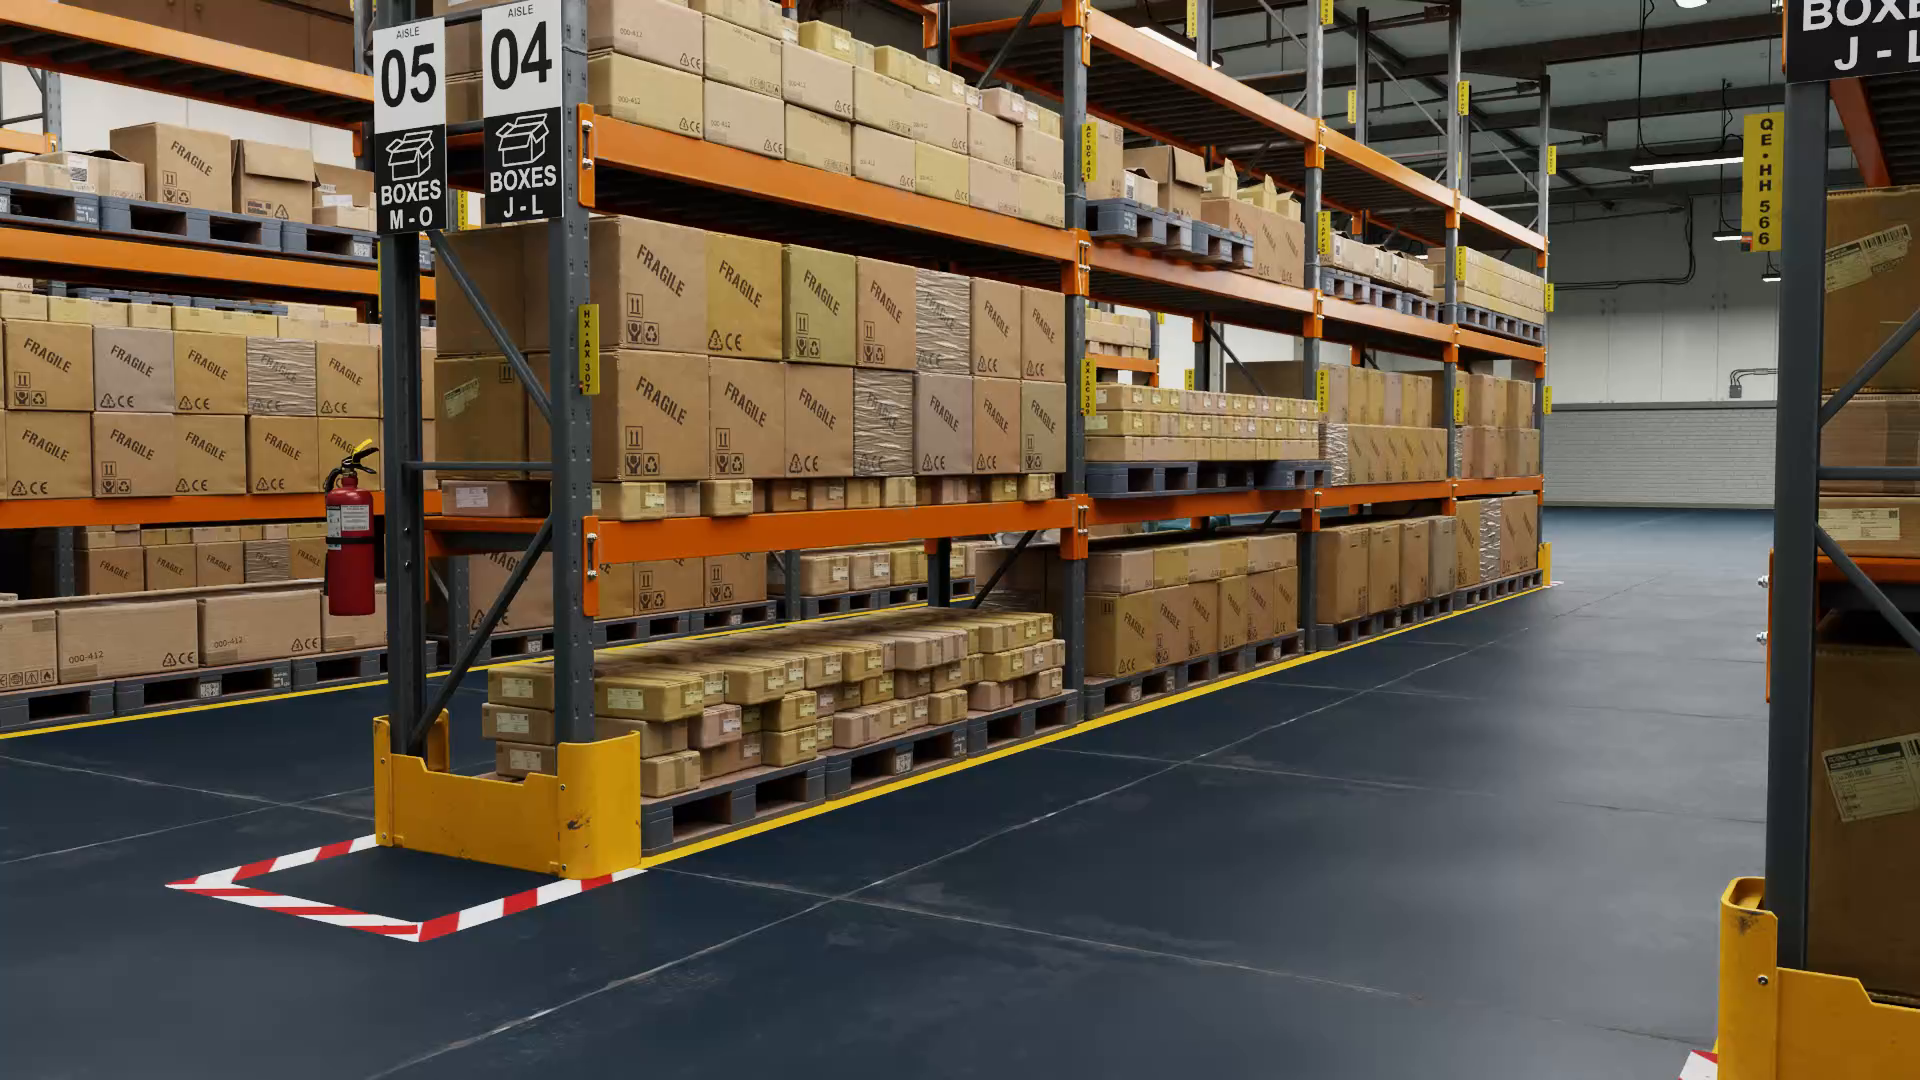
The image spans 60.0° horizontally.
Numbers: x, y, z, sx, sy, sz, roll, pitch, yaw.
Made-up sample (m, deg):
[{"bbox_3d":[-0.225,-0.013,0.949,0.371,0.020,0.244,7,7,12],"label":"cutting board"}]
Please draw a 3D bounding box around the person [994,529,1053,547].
[{"bbox_3d":[0.560,-0.031,14.486,0.535,1.674,0.493,1,3,18],"label":"person"}]
